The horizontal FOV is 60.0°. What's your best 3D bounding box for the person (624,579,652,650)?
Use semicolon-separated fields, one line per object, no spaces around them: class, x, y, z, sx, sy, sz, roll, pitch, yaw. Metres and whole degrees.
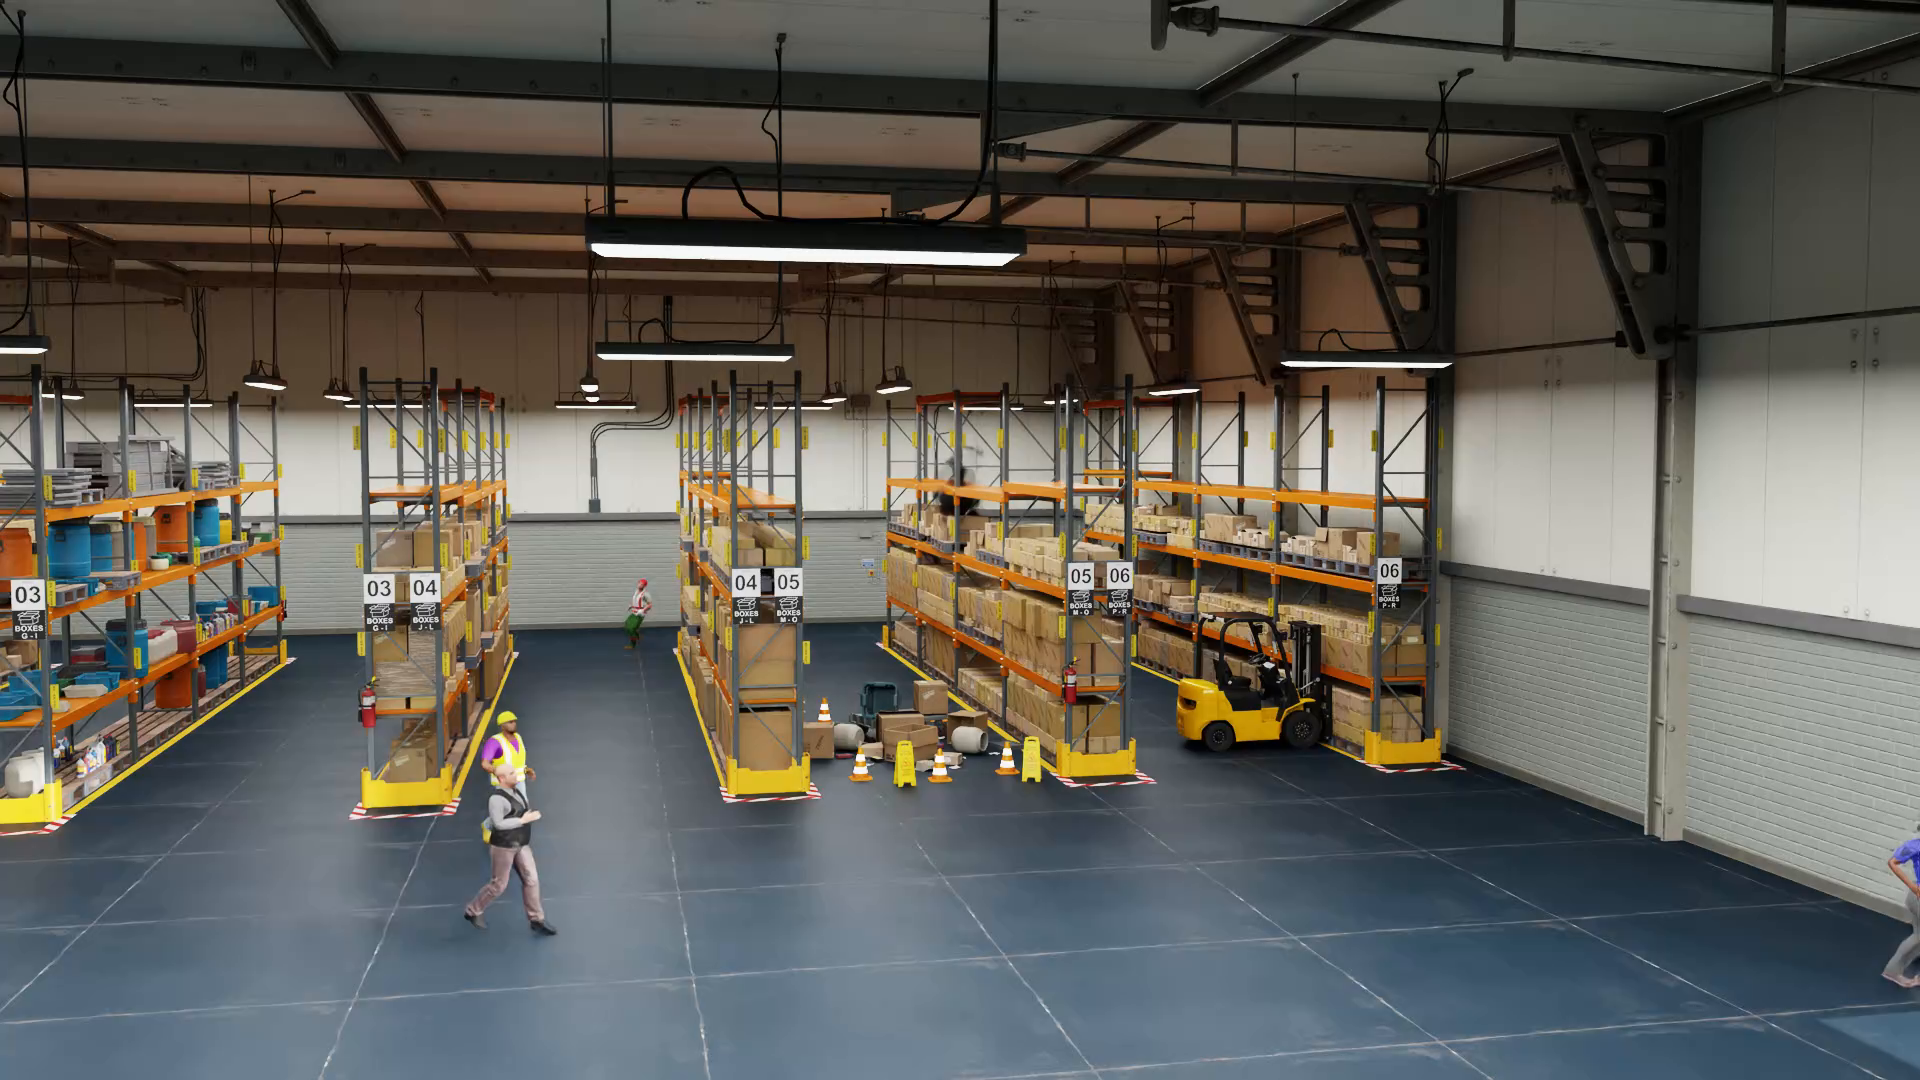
person;-7.672;1.780;39.687;0.681;1.721;0.533;3;4;39

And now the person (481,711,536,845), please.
person;-5.523;2.936;20.232;0.604;1.721;0.692;2;4;27

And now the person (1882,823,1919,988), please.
person;8.719;3.301;15.027;0.614;1.709;0.627;-2;4;-35

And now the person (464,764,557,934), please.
person;-4.550;3.116;16.795;0.939;1.729;0.648;1;3;14
